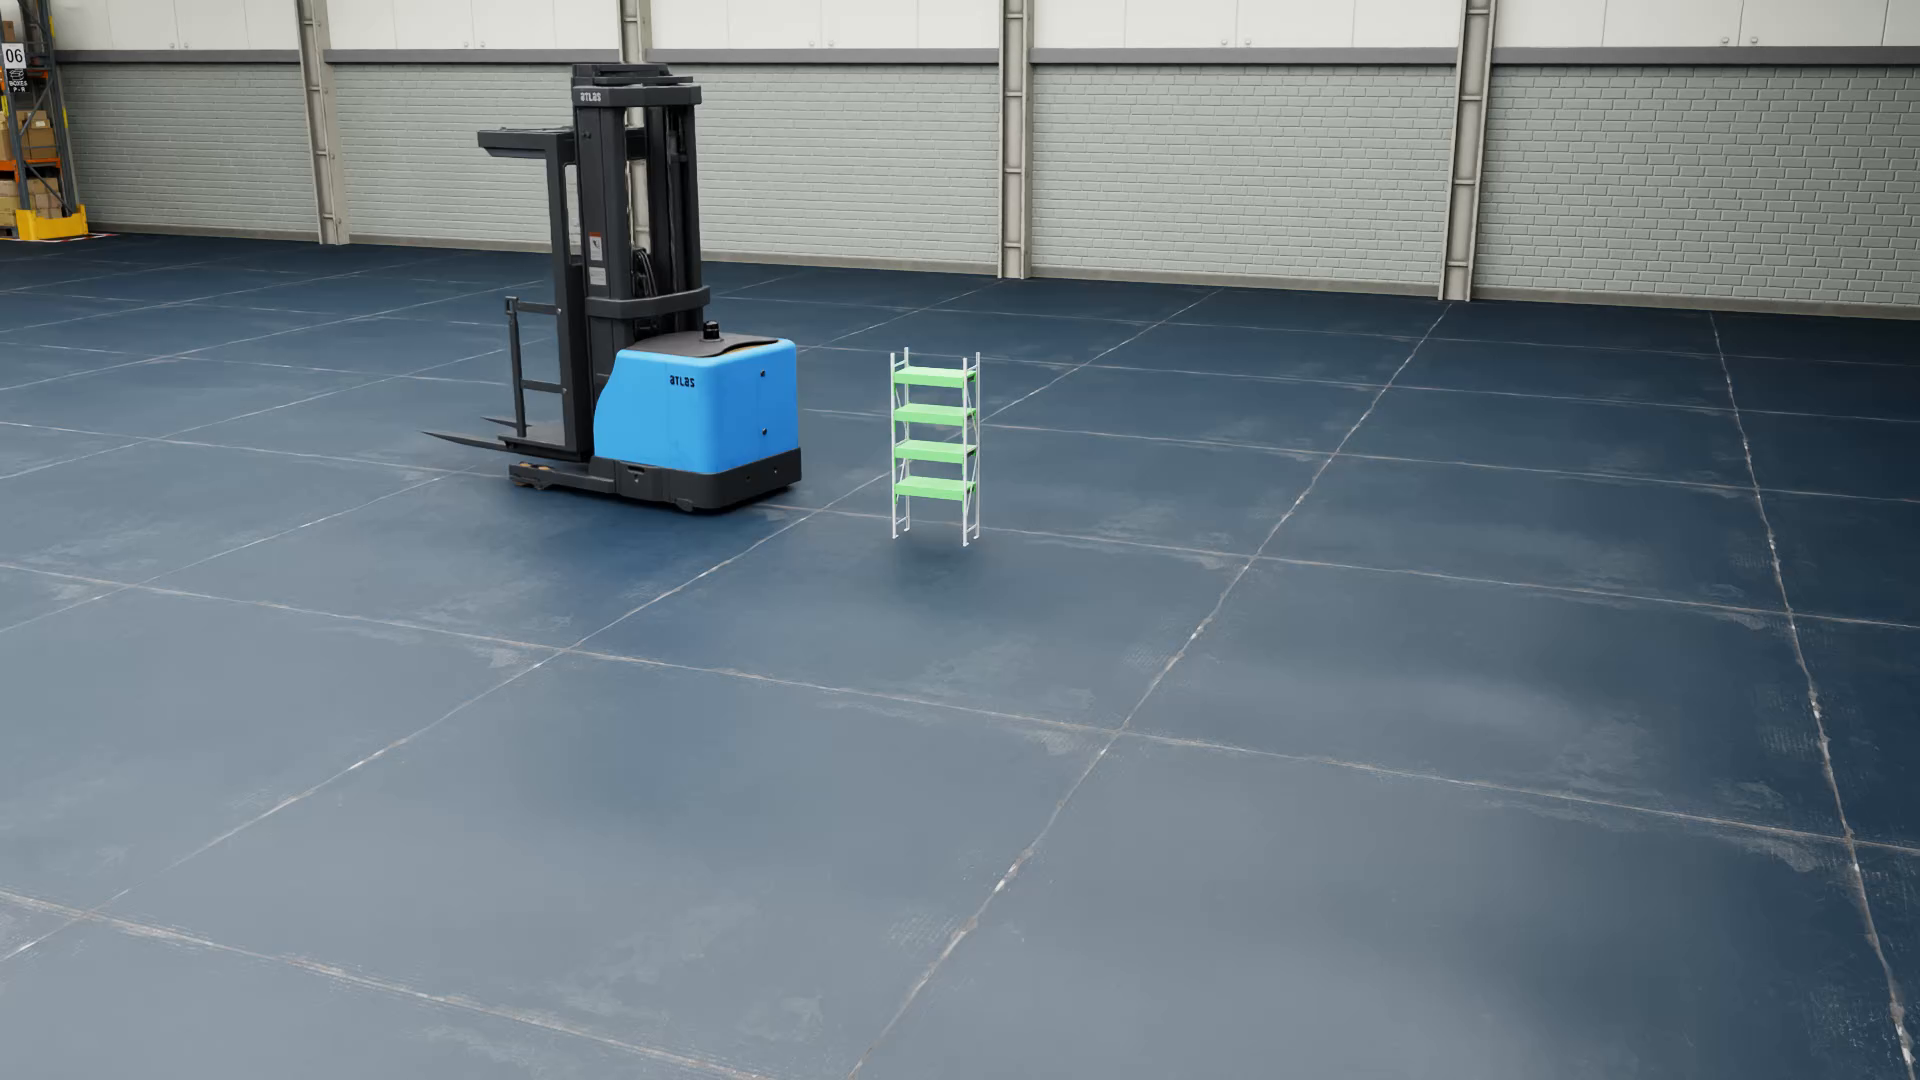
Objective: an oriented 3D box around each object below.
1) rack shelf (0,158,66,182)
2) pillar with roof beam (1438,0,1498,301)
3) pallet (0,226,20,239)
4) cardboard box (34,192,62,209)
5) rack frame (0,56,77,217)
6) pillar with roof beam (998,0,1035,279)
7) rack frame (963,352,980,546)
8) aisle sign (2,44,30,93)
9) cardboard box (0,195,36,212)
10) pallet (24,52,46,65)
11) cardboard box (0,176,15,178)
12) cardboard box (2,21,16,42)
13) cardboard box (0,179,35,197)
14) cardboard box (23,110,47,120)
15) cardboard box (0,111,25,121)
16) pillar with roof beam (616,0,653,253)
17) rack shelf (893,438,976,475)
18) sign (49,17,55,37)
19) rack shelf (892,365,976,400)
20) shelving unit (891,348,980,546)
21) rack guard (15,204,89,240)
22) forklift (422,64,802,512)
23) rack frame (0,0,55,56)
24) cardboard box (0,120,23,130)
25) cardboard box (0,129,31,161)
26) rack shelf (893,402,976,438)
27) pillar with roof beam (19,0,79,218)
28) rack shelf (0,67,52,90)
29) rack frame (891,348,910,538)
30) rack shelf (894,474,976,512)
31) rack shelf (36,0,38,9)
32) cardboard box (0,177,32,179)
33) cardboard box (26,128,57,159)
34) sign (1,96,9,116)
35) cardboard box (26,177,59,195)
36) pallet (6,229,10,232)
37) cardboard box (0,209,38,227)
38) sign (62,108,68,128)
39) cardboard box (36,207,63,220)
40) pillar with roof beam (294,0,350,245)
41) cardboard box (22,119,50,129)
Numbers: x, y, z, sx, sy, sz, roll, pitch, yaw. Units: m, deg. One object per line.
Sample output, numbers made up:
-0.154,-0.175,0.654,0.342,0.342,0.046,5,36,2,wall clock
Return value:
-17.520,-6.542,29.117,4.000,0.370,1.077,6,17,21,rack shelf
4.770,-6.297,16.223,0.400,9.000,9.100,6,17,21,pillar with roof beam
-16.386,-5.411,28.933,1.213,0.211,1.003,6,17,21,pallet
-16.021,-5.906,28.918,0.500,0.250,0.500,7,17,22,cardboard box
-15.660,-6.683,28.312,0.127,3.000,1.000,6,17,21,rack frame
-0.812,-6.911,18.338,0.400,9.000,9.100,6,17,21,pillar with roof beam
0.073,-0.568,10.479,0.015,1.200,0.240,6,17,21,rack frame
-15.706,-7.848,27.664,0.004,0.787,0.394,6,17,21,aisle sign
-16.227,-5.773,28.459,0.500,0.250,0.500,6,17,20,cardboard box
-16.308,-8.160,28.178,1.213,0.211,1.003,6,17,21,pallet
-16.965,-6.246,29.195,0.500,0.250,0.500,6,17,20,cardboard box
-16.161,-8.403,27.746,0.500,0.500,0.500,7,18,22,cardboard box
-16.202,-6.010,28.381,0.500,0.250,0.500,7,18,22,cardboard box
-15.894,-7.275,28.475,0.250,0.149,0.380,6,17,20,cardboard box
-16.070,-7.167,28.104,0.250,0.149,0.380,6,17,21,cardboard box
-6.393,-7.524,20.452,0.400,9.000,9.100,6,17,21,pillar with roof beam
-0.154,-0.532,10.583,0.480,0.148,0.258,6,17,21,rack shelf
-15.450,-8.724,28.255,0.005,0.325,0.100,6,17,21,sign
-0.154,-0.993,10.449,0.480,0.148,0.258,6,17,21,rack shelf
-0.154,-0.593,10.565,0.503,1.200,0.258,6,17,21,shelving unit
-15.637,-5.480,28.652,0.348,0.500,1.175,6,17,21,rack guard
-2.658,-1.882,11.897,3.031,2.935,1.130,10,19,30,forklift
-15.660,-9.564,27.476,0.127,3.000,1.000,6,17,21,rack frame
-16.085,-7.005,28.080,0.250,0.149,0.380,7,17,21,cardboard box
-16.214,-6.713,28.237,0.500,0.500,0.500,6,17,19,cardboard box
-0.154,-0.762,10.516,0.480,0.148,0.258,6,17,21,rack shelf
-17.556,-8.752,24.680,0.400,9.000,9.100,6,17,21,pillar with roof beam
-17.520,-7.982,28.699,4.000,0.370,1.077,6,17,21,rack shelf
-0.381,-0.618,10.651,0.015,1.200,0.240,6,17,21,rack frame
-0.154,-0.301,10.649,0.480,0.148,0.258,6,17,21,rack shelf
-17.520,-9.231,28.336,4.000,0.370,1.077,6,17,21,rack shelf
-16.503,-6.192,29.009,0.500,0.250,0.500,6,17,21,cardboard box
-16.019,-6.853,28.721,0.500,0.500,0.500,7,18,22,cardboard box
-15.872,-7.213,27.638,0.005,0.325,0.100,6,17,21,sign
-16.037,-6.142,28.836,0.500,0.250,0.500,6,17,20,cardboard box
-17.517,-5.536,29.364,1.213,0.211,1.003,6,17,21,pallet
-16.213,-5.530,28.520,0.500,0.250,0.500,6,17,21,cardboard box
-15.450,-7.280,28.674,0.005,0.325,0.100,6,17,21,sign
-16.045,-5.665,28.985,0.500,0.250,0.500,6,17,21,cardboard box
-11.975,-8.138,22.566,0.400,9.000,9.100,6,17,21,pillar with roof beam
-15.880,-7.144,28.559,0.250,0.149,0.380,6,17,19,cardboard box
